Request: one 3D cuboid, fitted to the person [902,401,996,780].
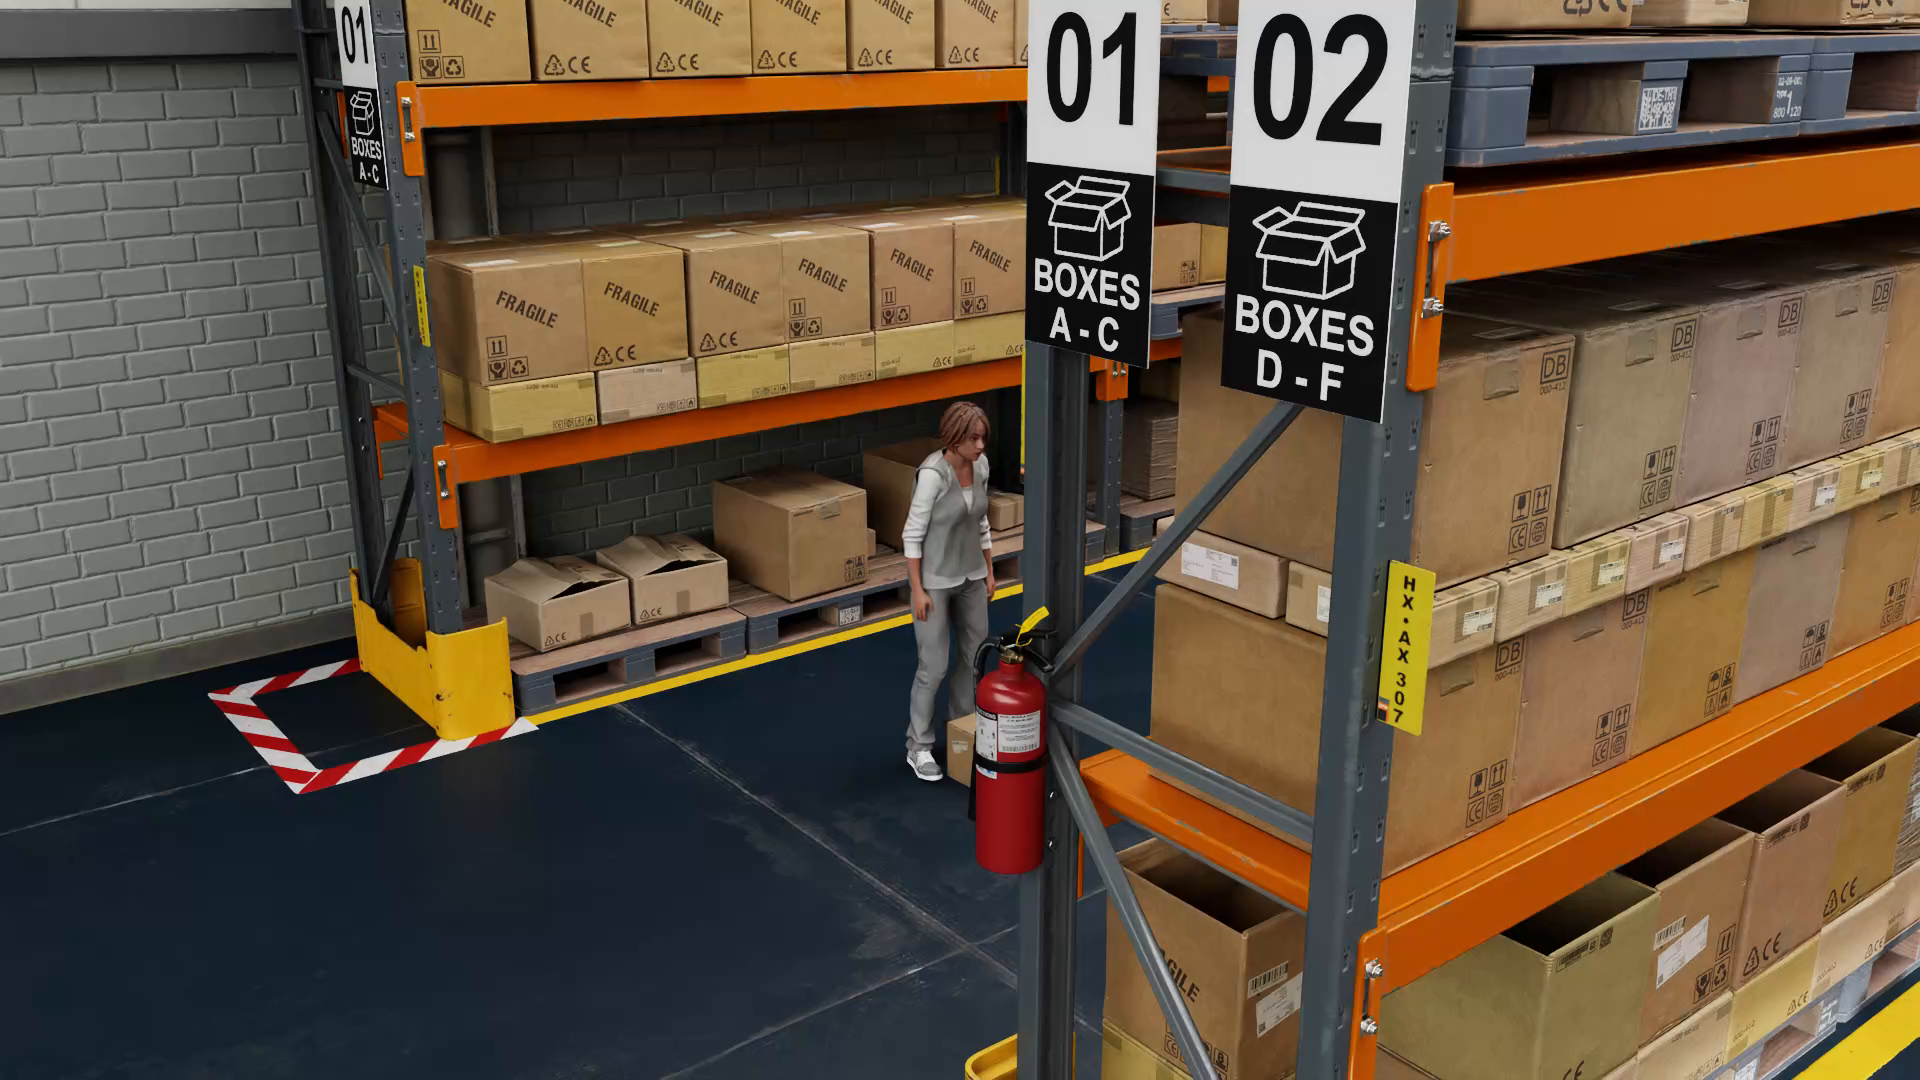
[{"bbox_3d":[-0.039,0.193,6.980,0.478,1.591,0.348,-15,24,-39],"label":"person"}]
